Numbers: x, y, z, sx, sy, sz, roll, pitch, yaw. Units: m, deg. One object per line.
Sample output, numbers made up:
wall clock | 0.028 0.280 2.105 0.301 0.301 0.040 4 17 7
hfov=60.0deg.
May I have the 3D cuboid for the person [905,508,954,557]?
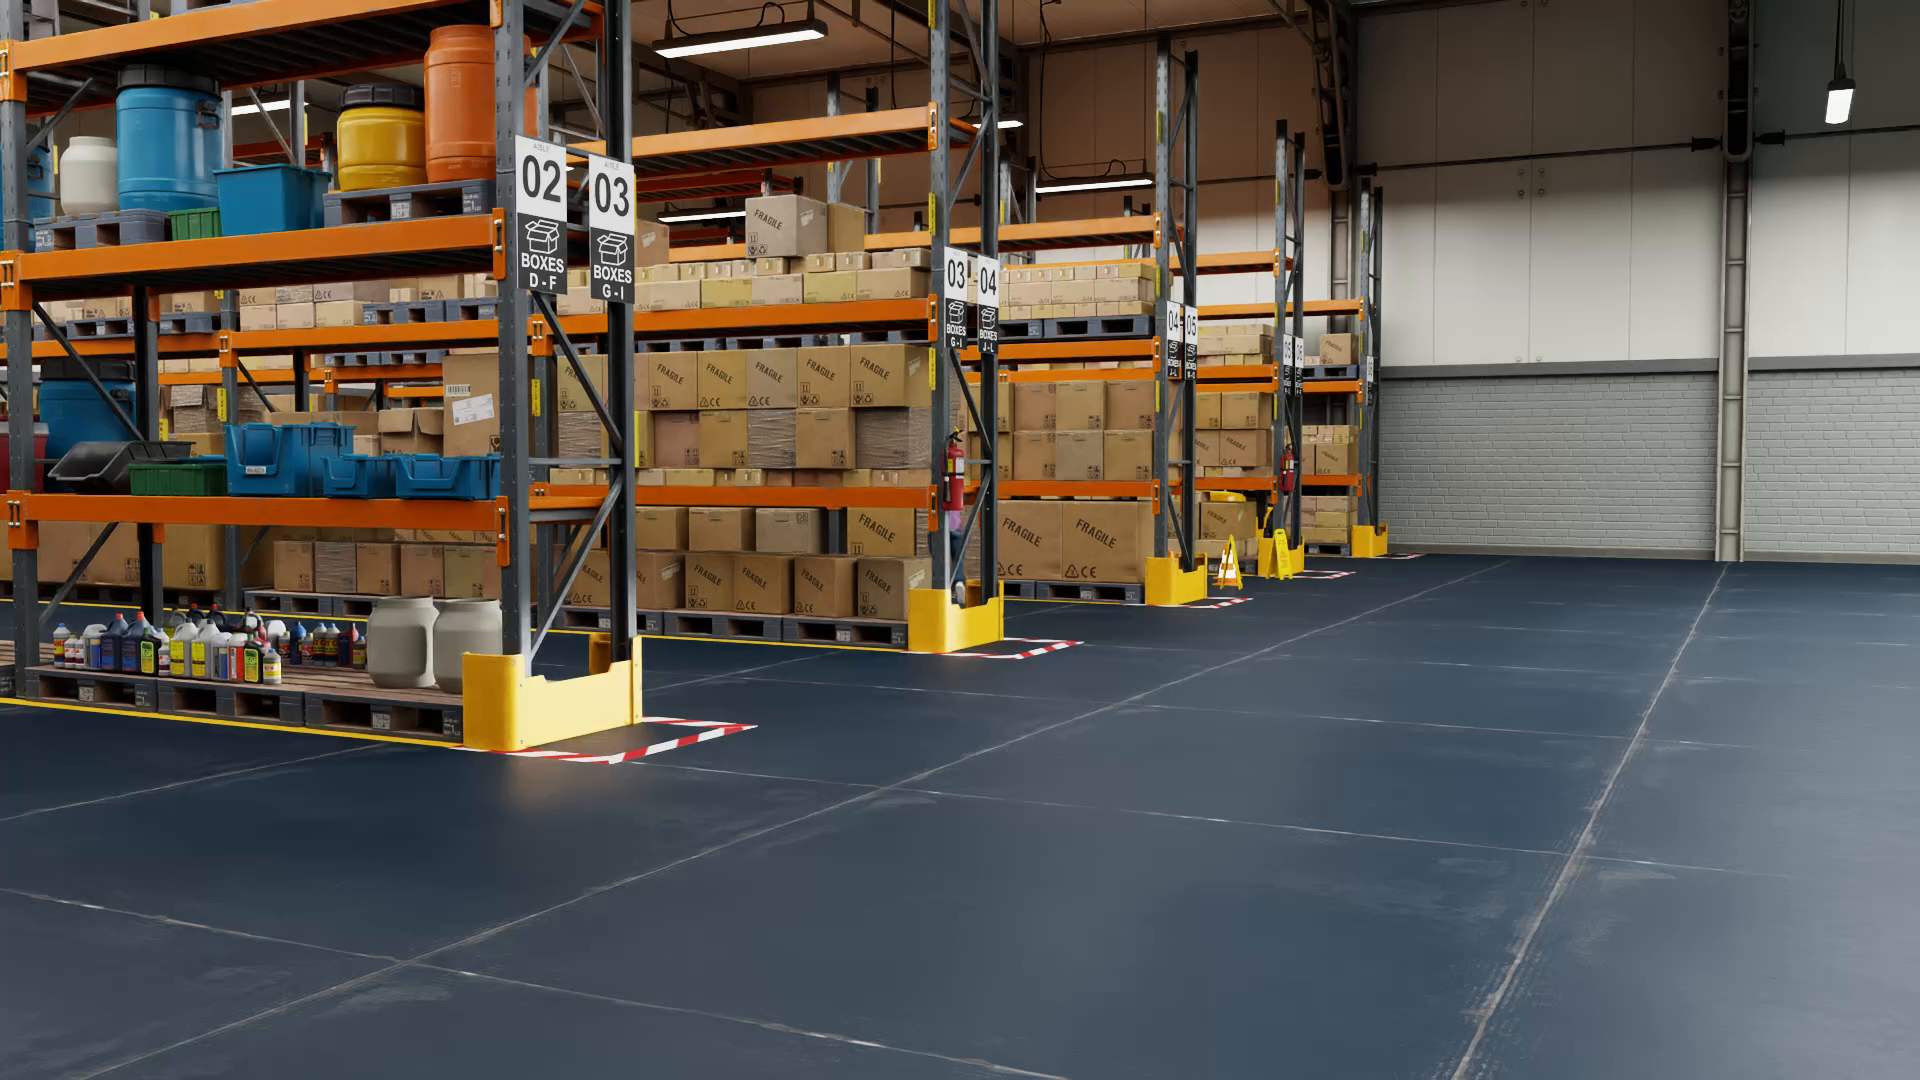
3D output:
person | -0.318 -0.096 17.319 0.474 1.629 0.612 -1 3 -14
